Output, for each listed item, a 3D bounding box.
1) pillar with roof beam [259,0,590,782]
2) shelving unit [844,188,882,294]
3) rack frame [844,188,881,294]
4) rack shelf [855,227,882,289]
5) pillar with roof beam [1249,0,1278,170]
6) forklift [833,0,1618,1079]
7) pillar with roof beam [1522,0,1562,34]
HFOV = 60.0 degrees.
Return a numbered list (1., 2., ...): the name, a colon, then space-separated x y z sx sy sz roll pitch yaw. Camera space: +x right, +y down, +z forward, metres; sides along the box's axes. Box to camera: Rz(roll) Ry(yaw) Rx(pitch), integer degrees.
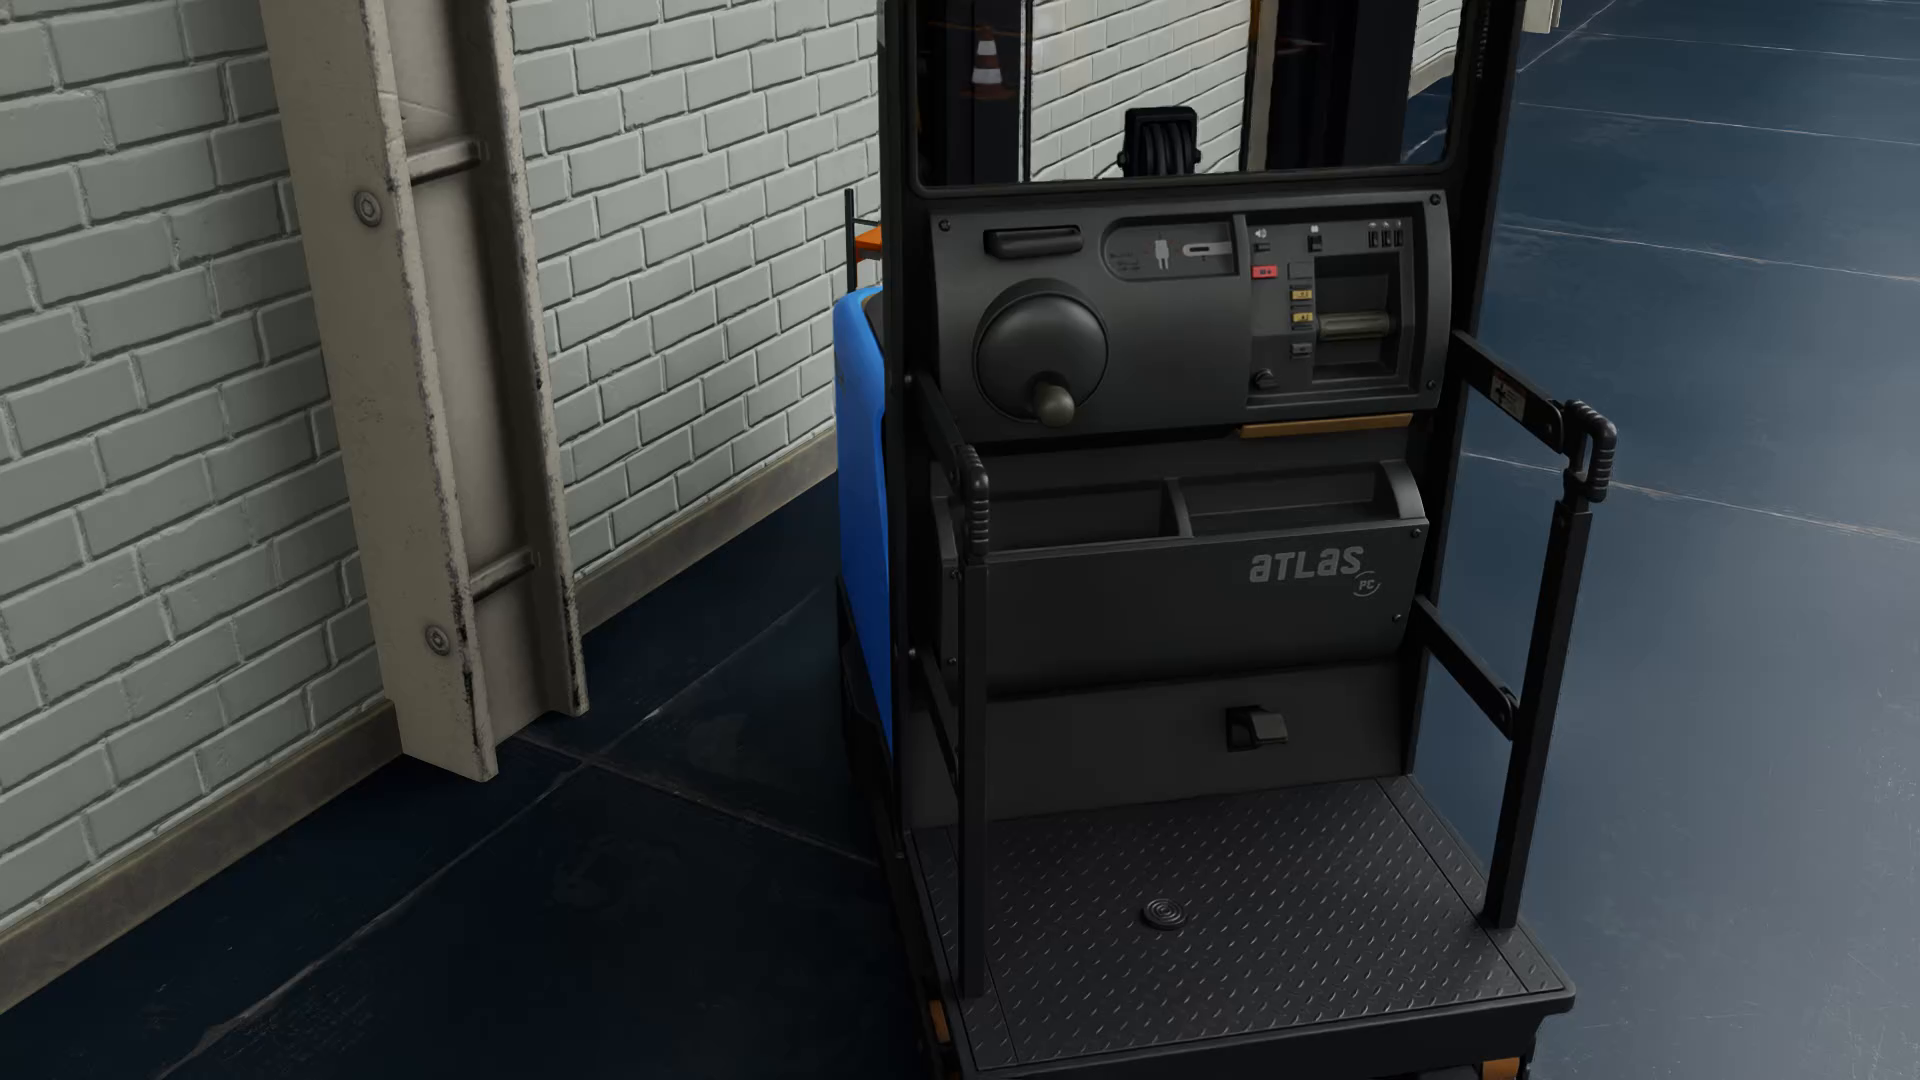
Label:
1. pillar with roof beam: 2.548 -2.593 0.377 9.100 9.000 0.400 14 30 26
2. shelving unit: -0.081 -0.472 4.853 0.258 1.200 0.503 14 30 26
3. rack frame: -0.201 -0.377 4.663 0.240 1.200 0.015 14 30 26
4. rack shelf: -0.081 -0.823 4.677 0.258 0.148 0.480 14 30 26
5. pillar with roof beam: 5.499 -4.931 5.048 9.100 9.000 0.400 14 30 26
6. forklift: 0.454 -0.367 2.709 1.130 2.935 3.031 -5 27 -10
7. pillar with roof beam: 8.451 -7.270 9.719 9.100 9.000 0.400 14 30 26
